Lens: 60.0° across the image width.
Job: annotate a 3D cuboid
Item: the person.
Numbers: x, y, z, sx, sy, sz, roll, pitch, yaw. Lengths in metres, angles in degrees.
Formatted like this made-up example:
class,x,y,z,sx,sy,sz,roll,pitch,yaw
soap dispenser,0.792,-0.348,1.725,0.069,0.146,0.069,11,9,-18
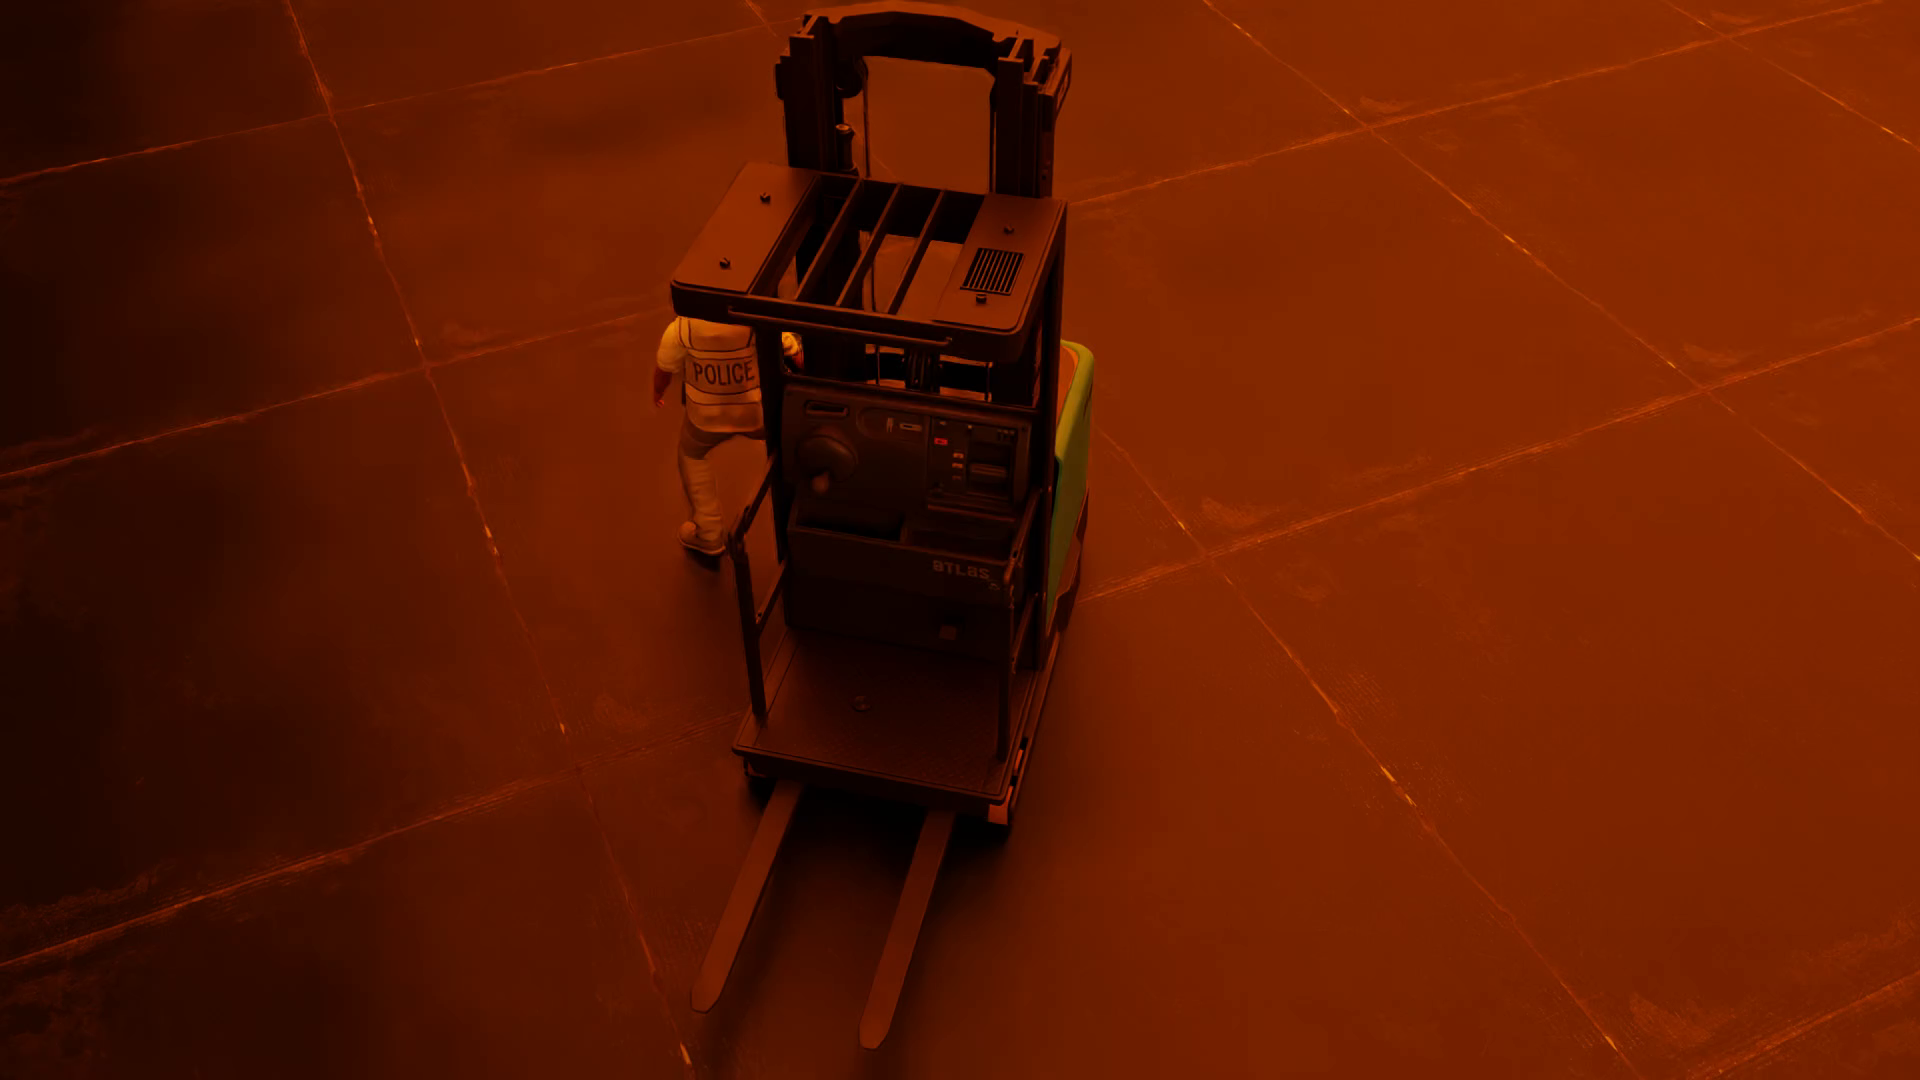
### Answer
class,x,y,z,sx,sy,sz,roll,pitch,yaw
person,-0.983,-0.616,7.370,0.783,1.614,0.482,-1,43,-1

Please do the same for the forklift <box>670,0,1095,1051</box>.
class,x,y,z,sx,sy,sz,roll,pitch,yaw
forklift,-0.251,-0.232,5.929,1.130,2.935,3.031,9,44,10
